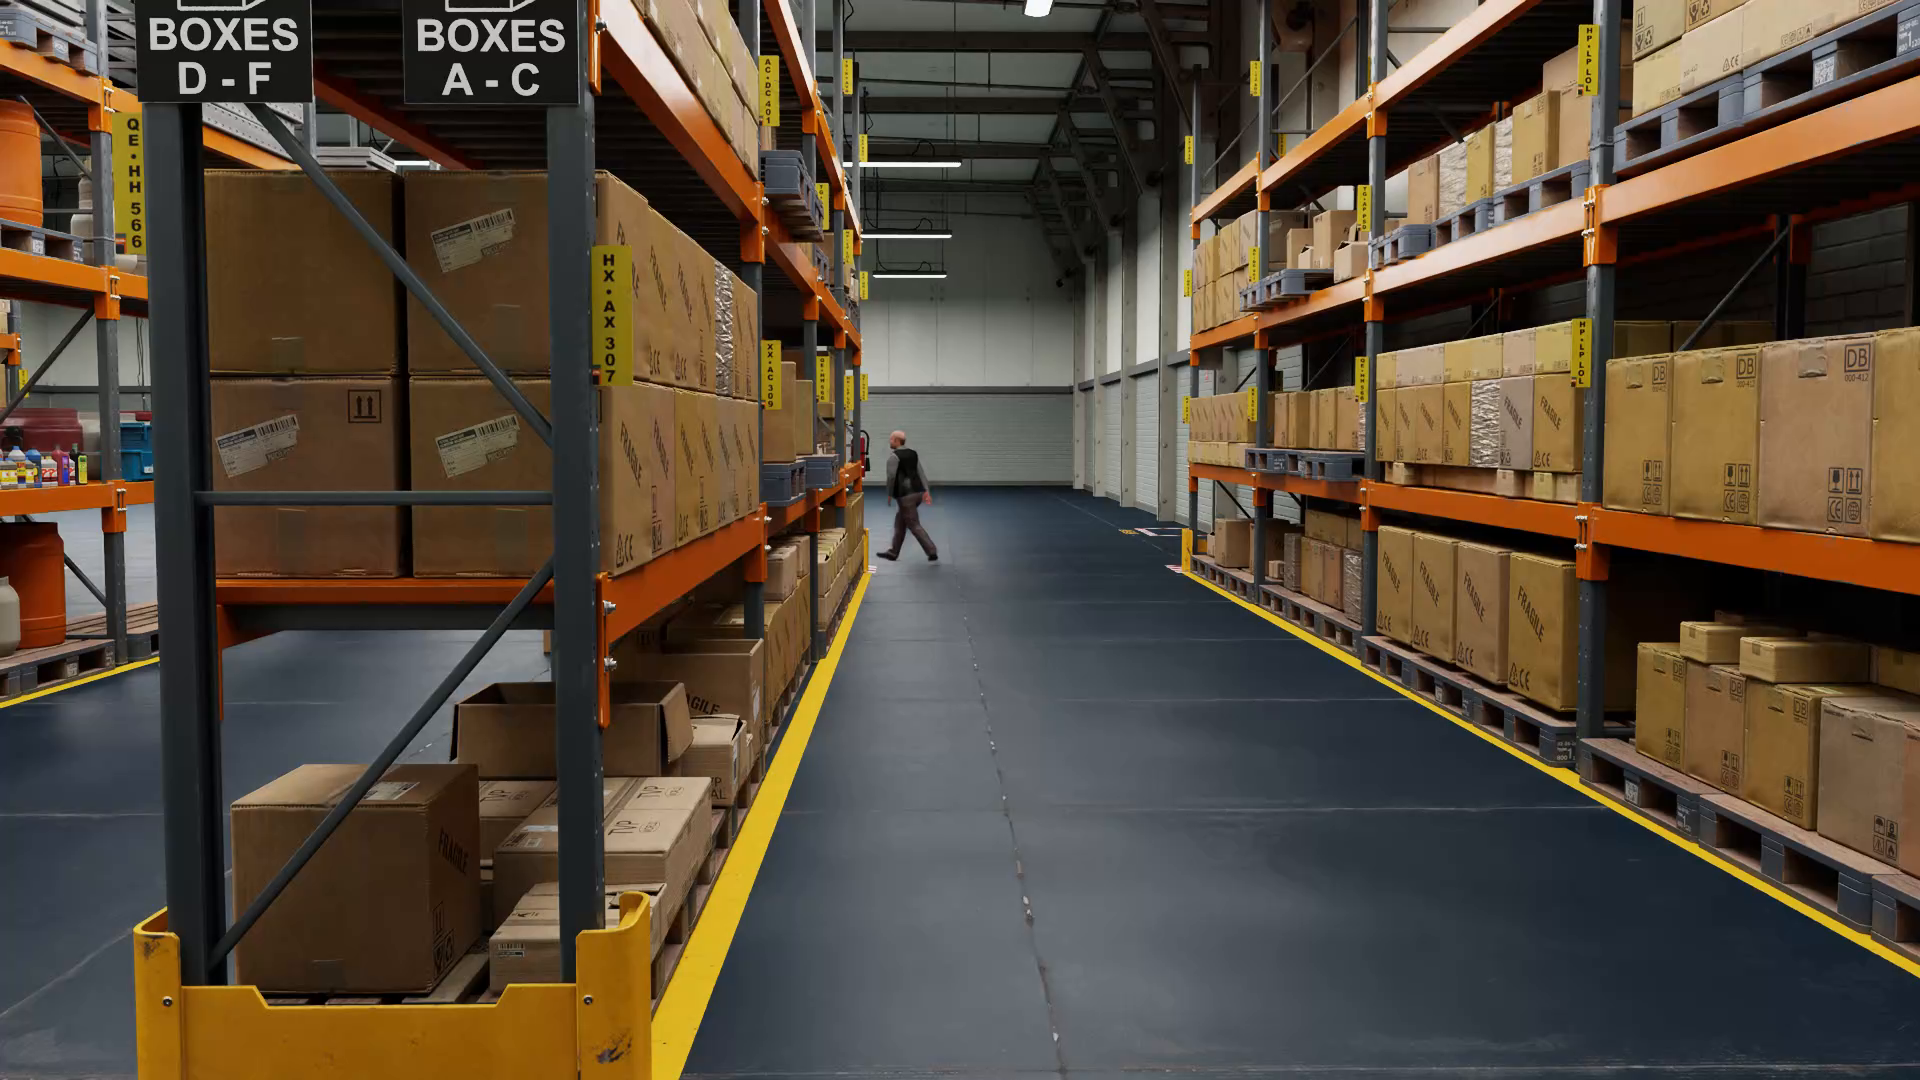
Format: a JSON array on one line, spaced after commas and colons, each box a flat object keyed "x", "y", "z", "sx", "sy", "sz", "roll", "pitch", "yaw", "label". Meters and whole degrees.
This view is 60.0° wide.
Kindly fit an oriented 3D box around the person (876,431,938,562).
[{"x": -0.716, "y": -0.542, "z": 20.971, "sx": 0.956, "sy": 1.670, "sz": 0.549, "roll": 2, "pitch": 4, "yaw": 32, "label": "person"}]
